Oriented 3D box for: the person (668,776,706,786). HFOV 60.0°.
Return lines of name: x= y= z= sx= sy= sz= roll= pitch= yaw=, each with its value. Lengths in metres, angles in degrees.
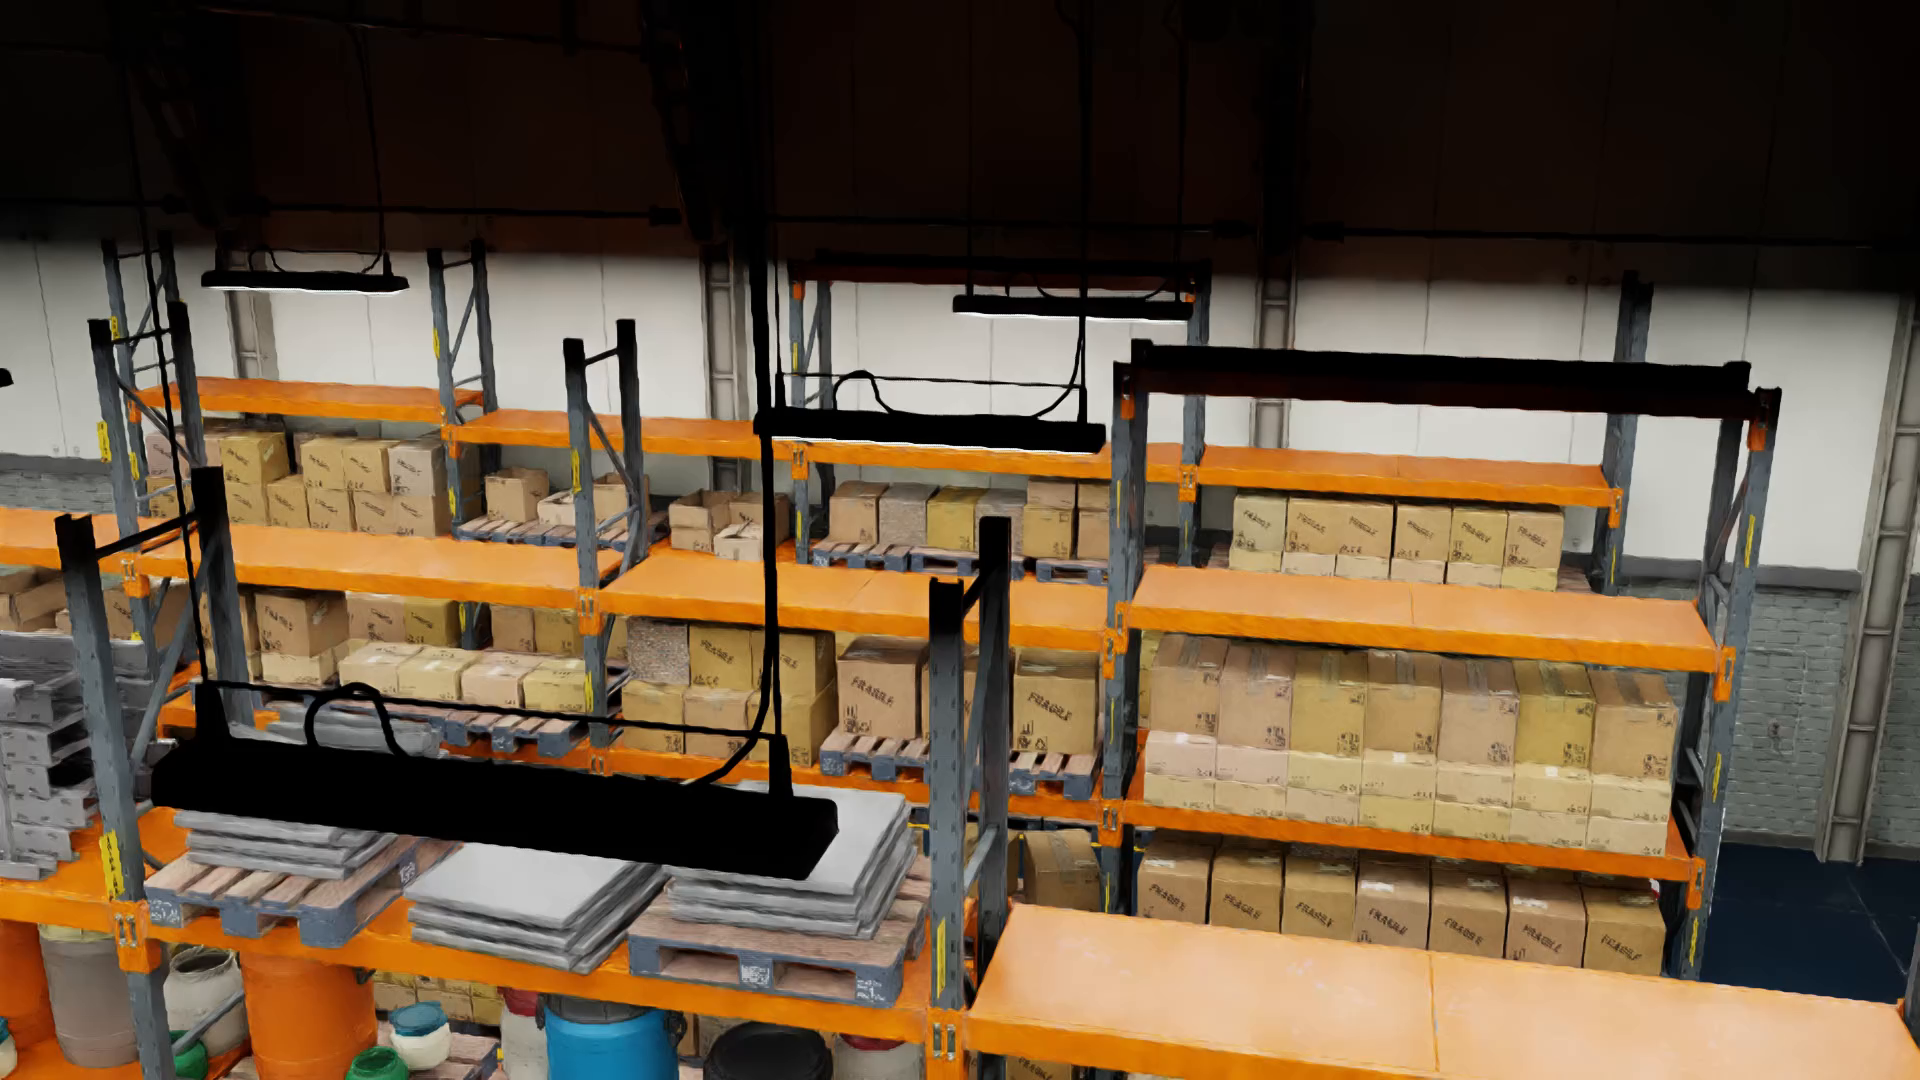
person: x=-2.621 y=2.807 z=15.666 sx=1.030 sy=1.724 sz=0.551 roll=6 pitch=18 yaw=21
